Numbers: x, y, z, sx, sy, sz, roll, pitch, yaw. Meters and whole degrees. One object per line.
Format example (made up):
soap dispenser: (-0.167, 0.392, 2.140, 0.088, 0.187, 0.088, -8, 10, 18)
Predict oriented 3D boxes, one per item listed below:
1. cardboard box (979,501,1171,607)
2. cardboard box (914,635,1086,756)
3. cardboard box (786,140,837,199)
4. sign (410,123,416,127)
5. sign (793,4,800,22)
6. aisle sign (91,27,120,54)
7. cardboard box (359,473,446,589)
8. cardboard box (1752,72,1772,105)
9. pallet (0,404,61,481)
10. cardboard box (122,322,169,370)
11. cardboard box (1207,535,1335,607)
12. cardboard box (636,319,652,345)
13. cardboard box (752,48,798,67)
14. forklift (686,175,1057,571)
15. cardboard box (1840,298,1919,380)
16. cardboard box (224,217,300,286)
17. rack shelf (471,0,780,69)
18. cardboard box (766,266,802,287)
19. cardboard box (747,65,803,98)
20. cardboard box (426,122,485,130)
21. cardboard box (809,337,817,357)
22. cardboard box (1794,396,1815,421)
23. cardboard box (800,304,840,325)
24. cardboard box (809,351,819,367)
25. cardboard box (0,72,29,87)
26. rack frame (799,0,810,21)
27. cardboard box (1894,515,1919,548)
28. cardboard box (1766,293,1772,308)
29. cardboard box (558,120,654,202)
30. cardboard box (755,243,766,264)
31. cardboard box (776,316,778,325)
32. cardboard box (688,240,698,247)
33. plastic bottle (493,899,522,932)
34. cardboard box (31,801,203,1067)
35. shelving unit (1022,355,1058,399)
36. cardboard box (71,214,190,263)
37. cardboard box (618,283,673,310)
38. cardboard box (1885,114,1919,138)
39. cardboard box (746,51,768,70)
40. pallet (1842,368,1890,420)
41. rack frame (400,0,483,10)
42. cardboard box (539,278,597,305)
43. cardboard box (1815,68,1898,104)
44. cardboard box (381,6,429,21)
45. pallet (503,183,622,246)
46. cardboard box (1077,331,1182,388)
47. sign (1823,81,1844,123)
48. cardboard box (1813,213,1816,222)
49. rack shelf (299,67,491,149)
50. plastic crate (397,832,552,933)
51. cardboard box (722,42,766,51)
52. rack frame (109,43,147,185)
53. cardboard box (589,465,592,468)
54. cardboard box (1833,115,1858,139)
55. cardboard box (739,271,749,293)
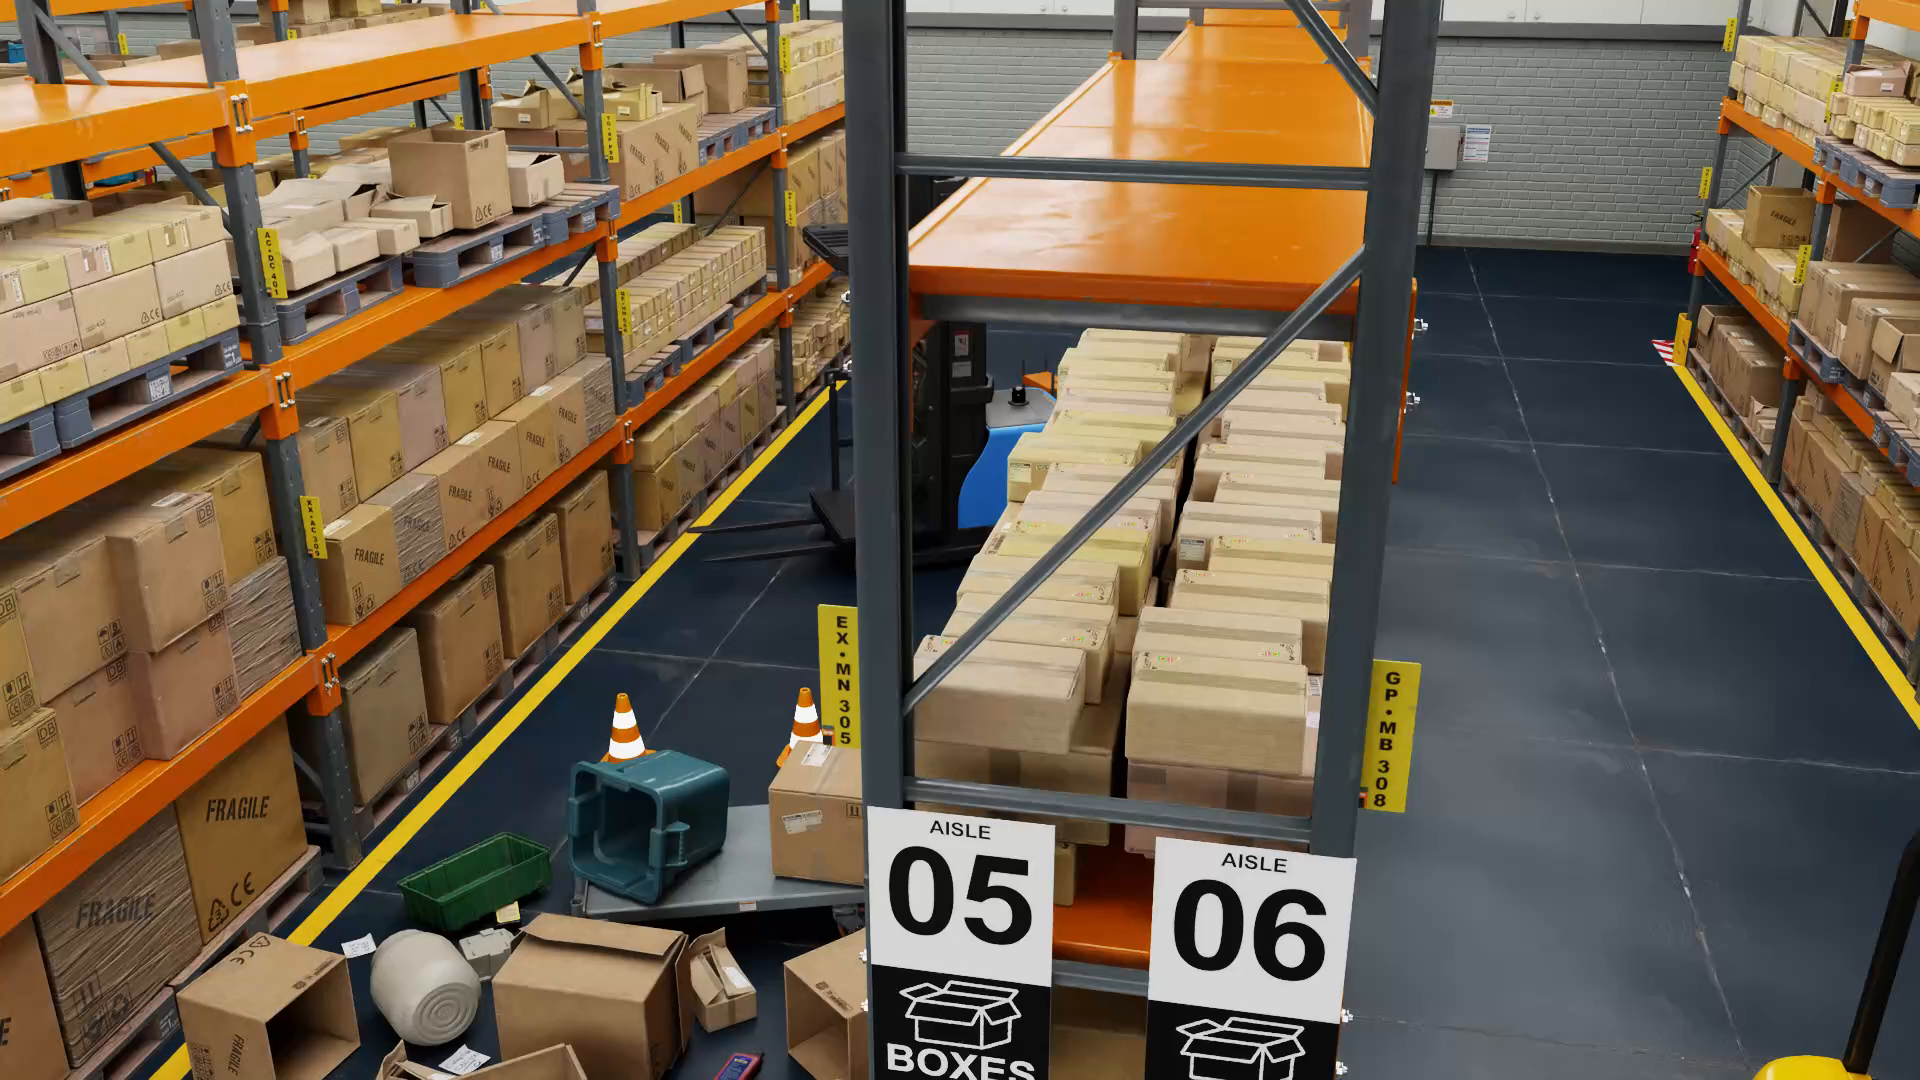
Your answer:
cardboard box: (0.343, 0.097, 4.915, 0.500, 0.250, 0.500, 5, 22, 12)
cardboard box: (0.077, 0.348, 3.759, 0.380, 0.149, 0.250, 5, 22, 11)
cardboard box: (-1.566, -3.758, 16.829, 0.500, 0.500, 0.500, 5, 22, 12)
sign: (-6.681, -4.951, 20.398, 0.100, 0.325, 0.005, 4, 22, 11)
sign: (-1.836, -5.891, 18.812, 0.100, 0.325, 0.005, 4, 22, 11)
aisle sign: (-10.687, -6.056, 20.925, 0.394, 0.787, 0.004, 4, 22, 11)
cardboard box: (-3.280, -0.068, 9.403, 0.500, 0.500, 0.500, 5, 22, 11)
cardboard box: (7.864, -4.281, 15.785, 0.500, 0.250, 0.500, 4, 22, 9)
pallet: (-4.181, -0.272, 6.147, 1.003, 0.211, 1.213, 4, 22, 11)
cardboard box: (-3.617, -0.836, 7.070, 0.380, 0.149, 0.250, 5, 22, 12)
cardboard box: (0.841, 0.113, 4.341, 0.380, 0.149, 0.250, 4, 22, 11)
cardboard box: (-2.588, -1.605, 12.729, 0.380, 0.149, 0.250, 6, 23, 13)
cardboard box: (-1.736, -4.514, 15.560, 0.380, 0.149, 0.250, 4, 22, 9)
forklift: (-0.600, -1.287, 12.657, 3.031, 2.935, 1.130, -7, 23, -17)
cardboard box: (7.022, -1.478, 12.342, 0.700, 0.500, 0.500, 4, 22, 11)
cardboard box: (-3.765, -1.498, 8.578, 0.500, 0.250, 0.500, 5, 22, 11)
rack shelf: (-2.529, -4.123, 13.073, 1.077, 0.370, 4.000, 4, 22, 11)
cardboard box: (-1.742, -2.553, 16.043, 0.380, 0.149, 0.250, 5, 23, 13)
cardboard box: (-1.788, -4.302, 15.567, 0.500, 0.250, 0.500, 5, 23, 13)
cardboard box: (-5.982, -4.686, 19.804, 0.500, 0.500, 0.500, 5, 22, 12)
cardboard box: (-1.697, -1.999, 17.187, 0.380, 0.149, 0.250, 3, 22, 8)
cardboard box: (7.272, -1.098, 14.011, 0.380, 0.149, 0.250, 6, 23, 13)
cardboard box: (-1.504, -2.419, 17.832, 0.380, 0.149, 0.250, 5, 22, 11)
cardboard box: (-1.675, -1.860, 17.242, 0.380, 0.149, 0.250, 4, 22, 10)
cardboard box: (-7.718, -3.405, 13.108, 0.797, 0.503, 0.637, 6, 23, 14)
rack frame: (-1.304, -6.836, 18.312, 1.000, 3.000, 0.127, 4, 22, 11)
cardboard box: (6.668, -0.048, 11.405, 0.380, 0.149, 0.250, 3, 22, 8)
cardboard box: (7.565, -2.180, 15.118, 0.380, 0.149, 0.250, 5, 22, 12)
cardboard box: (-2.560, -2.754, 12.057, 0.500, 0.500, 0.500, 4, 22, 11)
cardboard box: (-2.008, -2.646, 15.315, 0.380, 0.149, 0.250, 5, 23, 13)
cardboard box: (-2.109, -2.371, 17.714, 0.380, 0.149, 0.250, 4, 22, 9)
cardboard box: (-2.651, -2.698, 15.443, 0.380, 0.149, 0.250, 5, 22, 12)
plastic bottle: (-2.332, 1.915, 8.548, 0.133, 0.061, 0.283, -7, 23, -17)
cardboard box: (-4.130, 1.681, 7.477, 0.875, 0.875, 0.875, 5, 22, 11)
shelving unit: (0.745, -0.906, 14.026, 0.258, 1.200, 0.503, -11, 25, -25)
cardboard box: (-3.567, -1.300, 7.154, 0.380, 0.149, 0.250, 4, 22, 11)
cardboard box: (-2.492, -1.921, 13.116, 0.380, 0.149, 0.250, 4, 22, 9)
cardboard box: (6.920, -2.975, 11.982, 0.380, 0.149, 0.250, 5, 22, 11)
cardboard box: (-1.824, -4.417, 15.319, 0.380, 0.149, 0.250, 4, 22, 10)
pallet: (7.182, -1.033, 12.190, 1.003, 0.211, 1.213, 4, 22, 11)
rack frame: (-6.139, -7.251, 19.343, 1.000, 3.000, 0.127, 4, 22, 11)
cardboard box: (-3.128, -1.981, 13.266, 0.380, 0.149, 0.250, 5, 22, 13)
cardboard box: (7.473, -3.768, 13.842, 0.500, 0.250, 0.500, 5, 22, 11)
cardboard box: (-6.426, -5.756, 18.817, 0.700, 0.500, 0.500, 4, 22, 9)
pallet: (-3.016, -2.192, 11.049, 1.213, 0.211, 1.003, 6, 23, 13)
cardboard box: (0.642, -0.685, 6.324, 0.380, 0.149, 0.250, 4, 22, 9)
sign: (7.073, -3.543, 13.458, 0.100, 0.325, 0.005, 4, 22, 11)
cardboard box: (8.588, -3.216, 17.156, 0.500, 0.250, 0.500, 5, 22, 12)
rack shelf: (-6.547, -4.795, 18.221, 1.077, 0.370, 4.000, 4, 22, 11)
plastic crate: (-2.506, 1.776, 8.645, 0.450, 0.188, 0.662, 7, 21, 42)
cardboard box: (-2.103, -4.741, 16.124, 0.380, 0.149, 0.250, 5, 23, 13)
rack frame: (-10.988, -4.846, 21.401, 1.000, 3.000, 0.127, 4, 22, 11)
cardboard box: (-3.054, -0.781, 13.087, 0.500, 0.250, 0.500, 4, 22, 10)
cardboard box: (7.069, -3.218, 12.984, 0.380, 0.149, 0.250, 5, 22, 12)
cardboard box: (-2.113, -2.322, 14.909, 0.380, 0.149, 0.250, 4, 22, 11)
